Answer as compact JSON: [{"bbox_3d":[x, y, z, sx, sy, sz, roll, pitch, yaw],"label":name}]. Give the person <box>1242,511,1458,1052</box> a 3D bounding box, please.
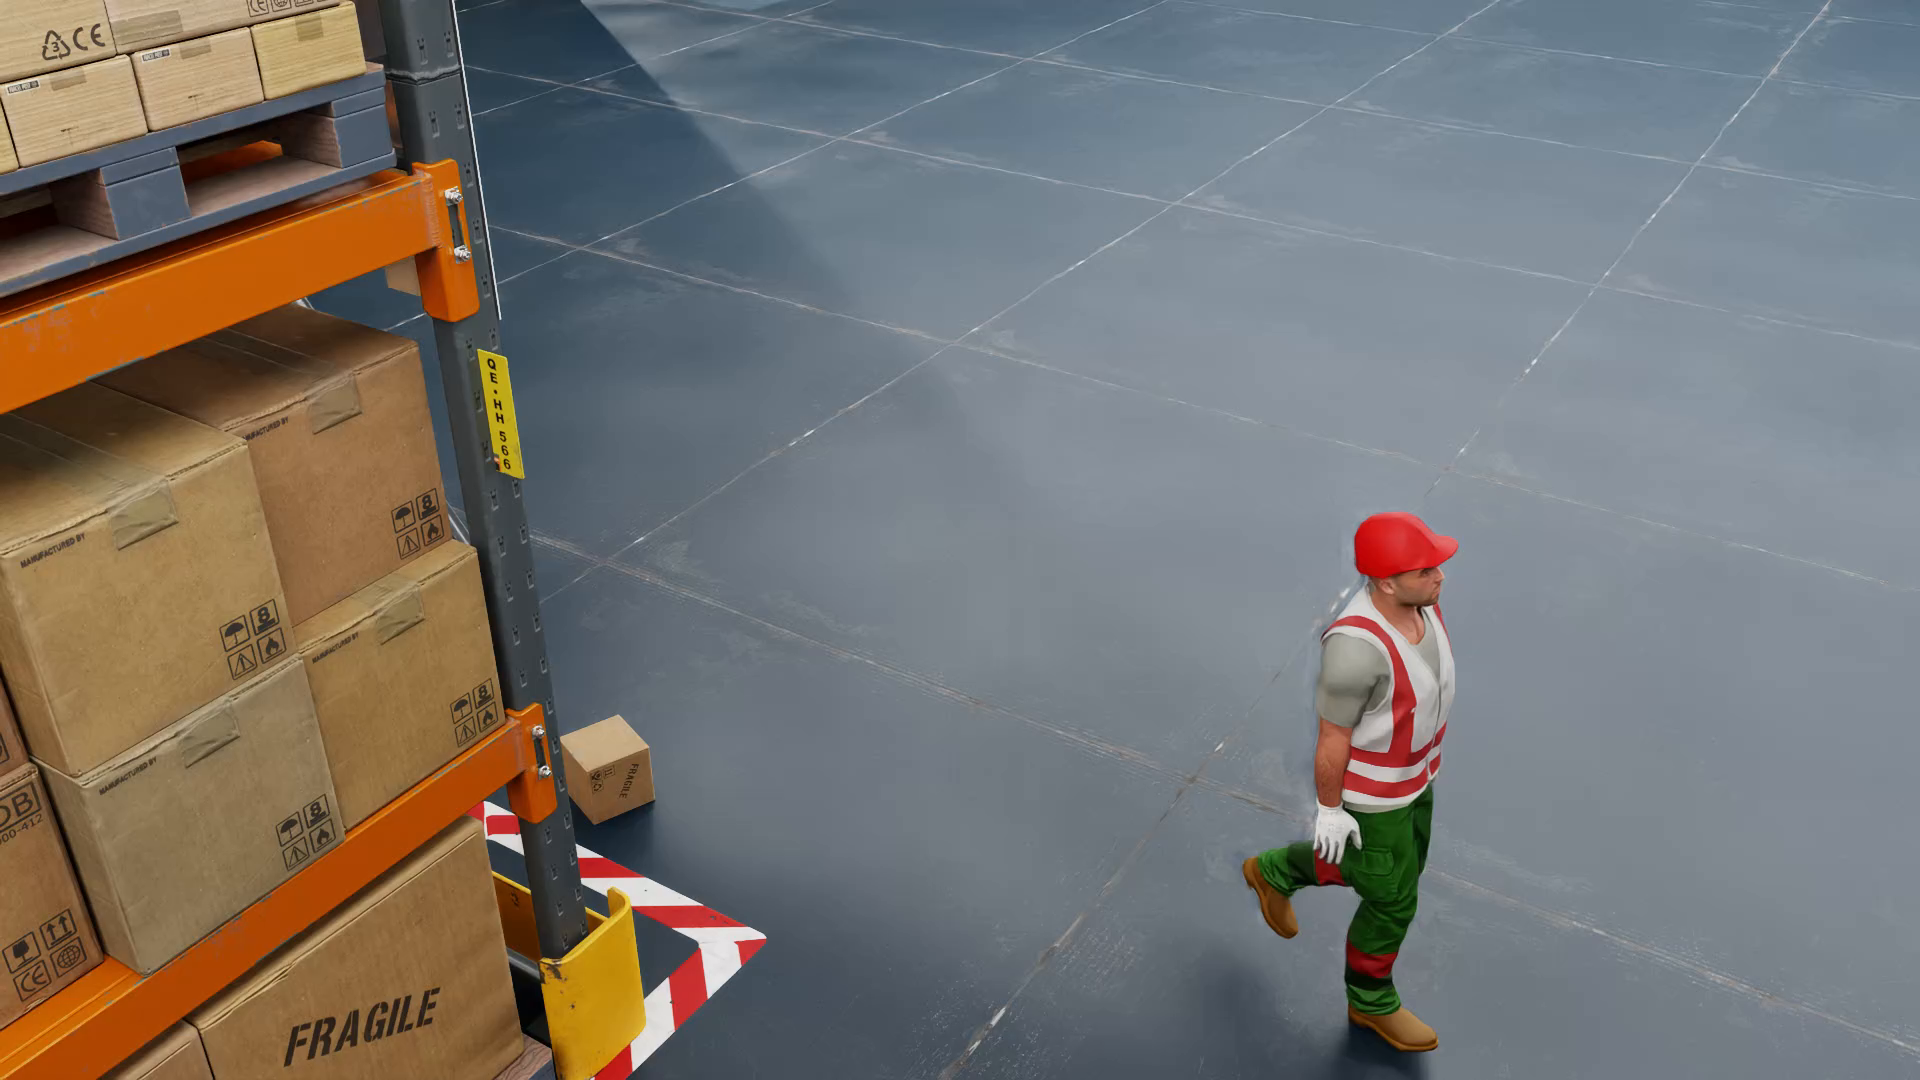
[{"bbox_3d":[1.197,0.681,4.911,0.759,1.773,0.549,20,36,31],"label":"person"}]
